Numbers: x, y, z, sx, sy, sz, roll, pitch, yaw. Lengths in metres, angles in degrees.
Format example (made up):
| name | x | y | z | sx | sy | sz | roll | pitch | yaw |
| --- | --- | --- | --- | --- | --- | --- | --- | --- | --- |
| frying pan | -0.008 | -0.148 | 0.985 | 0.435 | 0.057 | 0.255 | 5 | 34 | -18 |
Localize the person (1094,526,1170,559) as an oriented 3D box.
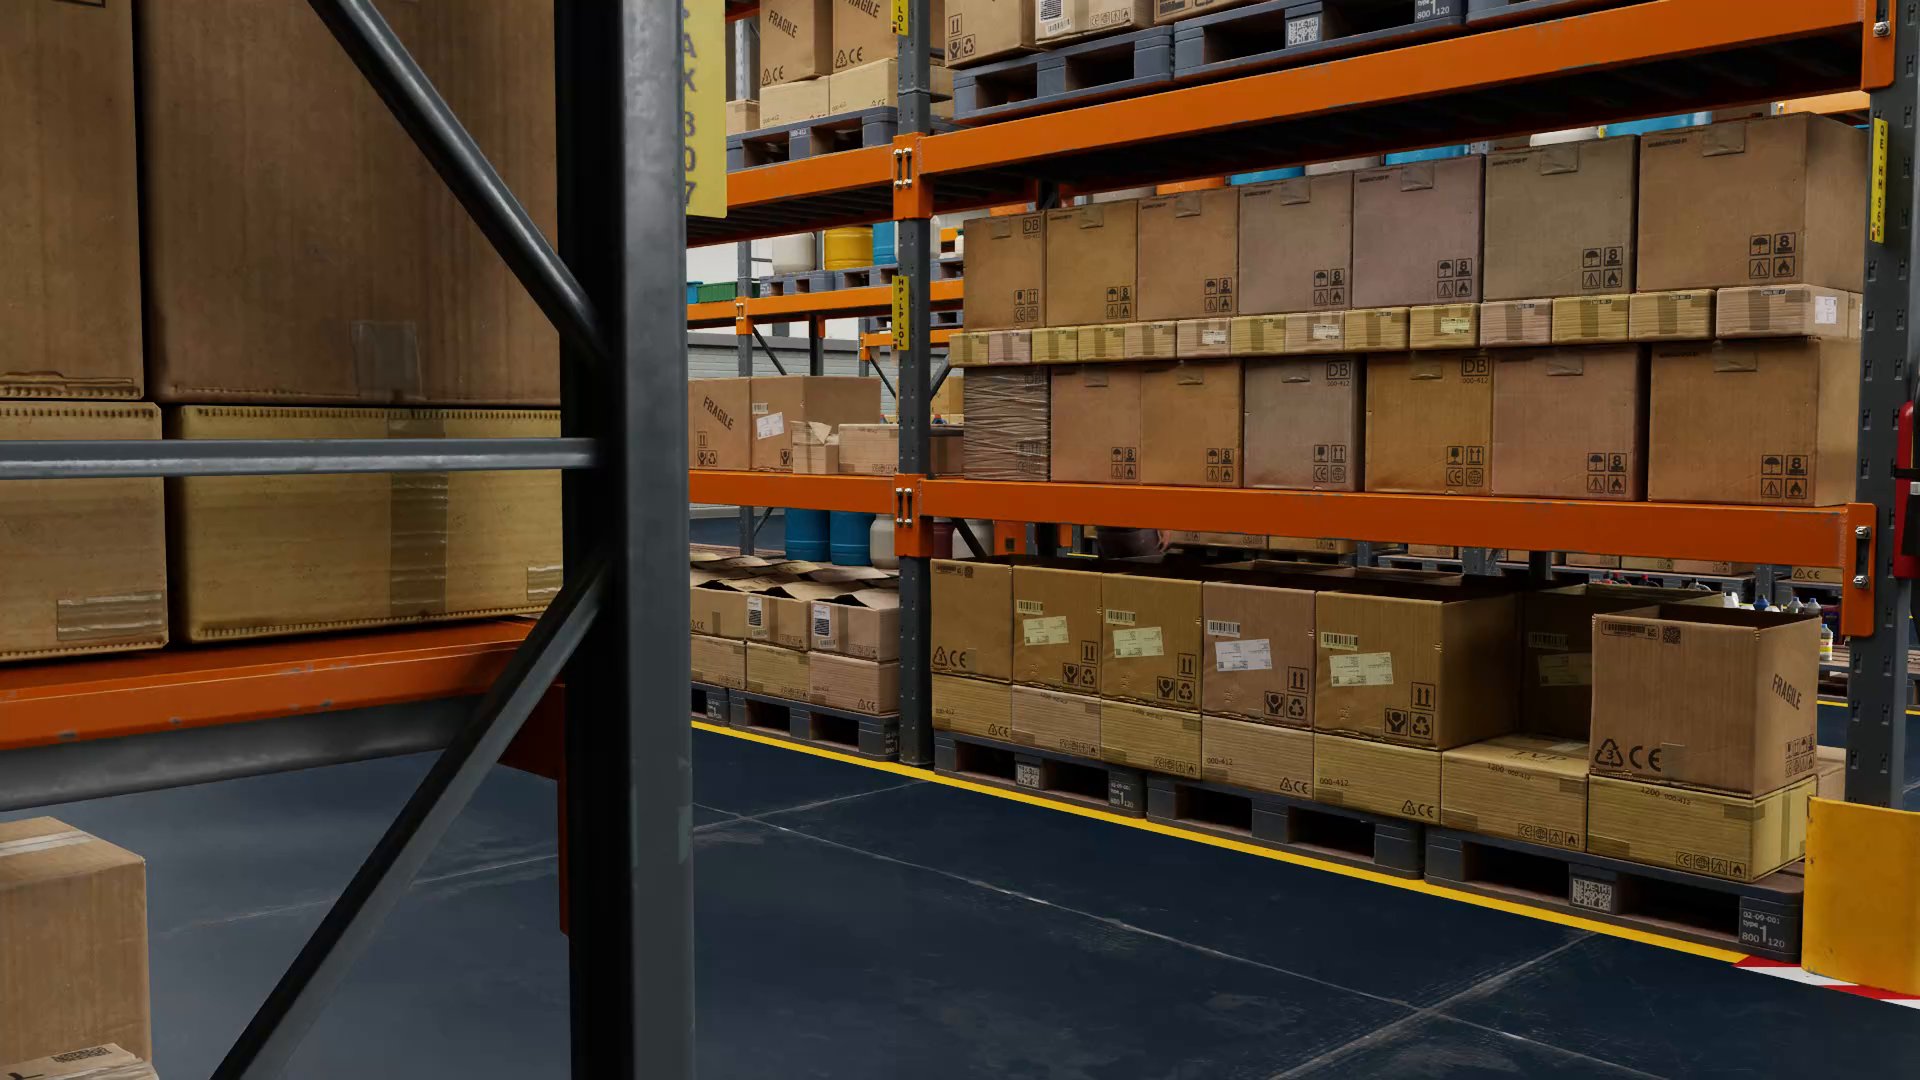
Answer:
| name | x | y | z | sx | sy | sz | roll | pitch | yaw |
| --- | --- | --- | --- | --- | --- | --- | --- | --- | --- |
| person | 1.099 | -0.058 | 10.834 | 0.582 | 1.719 | 0.427 | 4 | 5 | 43 |
